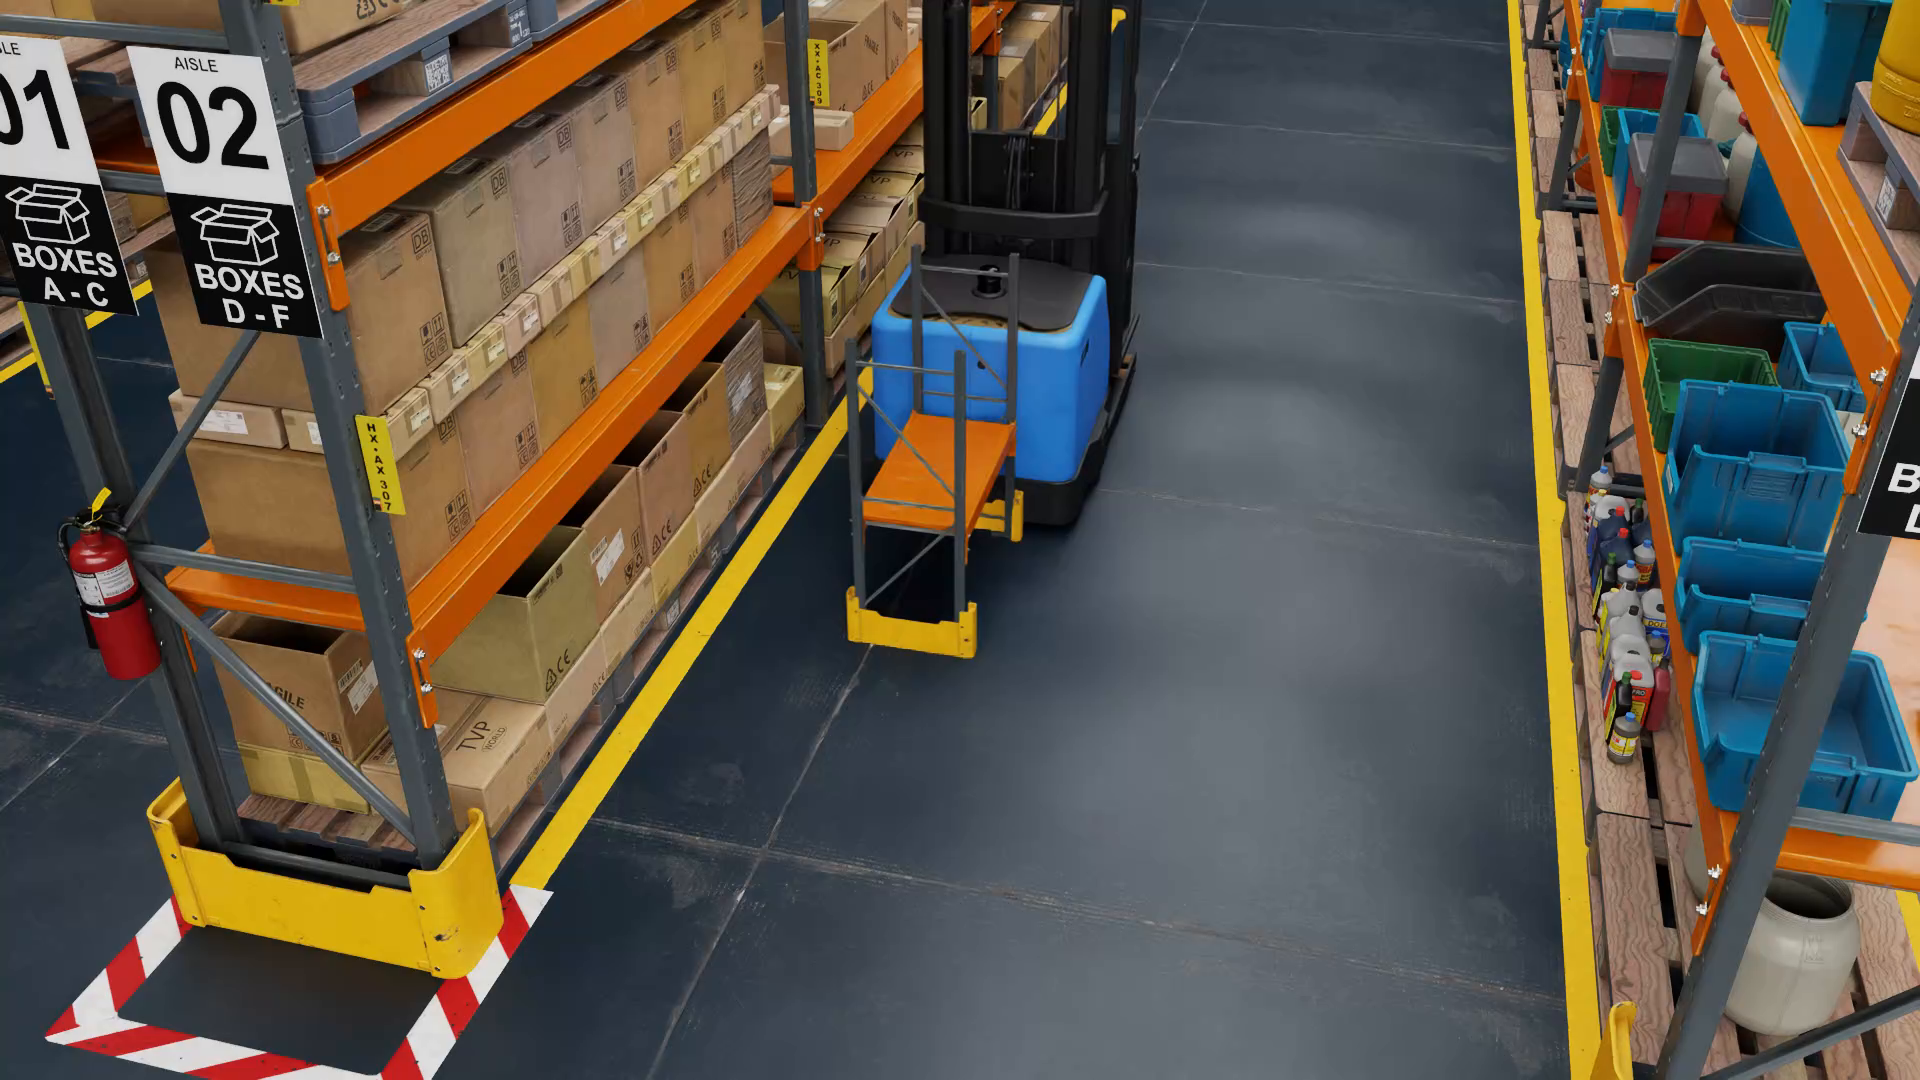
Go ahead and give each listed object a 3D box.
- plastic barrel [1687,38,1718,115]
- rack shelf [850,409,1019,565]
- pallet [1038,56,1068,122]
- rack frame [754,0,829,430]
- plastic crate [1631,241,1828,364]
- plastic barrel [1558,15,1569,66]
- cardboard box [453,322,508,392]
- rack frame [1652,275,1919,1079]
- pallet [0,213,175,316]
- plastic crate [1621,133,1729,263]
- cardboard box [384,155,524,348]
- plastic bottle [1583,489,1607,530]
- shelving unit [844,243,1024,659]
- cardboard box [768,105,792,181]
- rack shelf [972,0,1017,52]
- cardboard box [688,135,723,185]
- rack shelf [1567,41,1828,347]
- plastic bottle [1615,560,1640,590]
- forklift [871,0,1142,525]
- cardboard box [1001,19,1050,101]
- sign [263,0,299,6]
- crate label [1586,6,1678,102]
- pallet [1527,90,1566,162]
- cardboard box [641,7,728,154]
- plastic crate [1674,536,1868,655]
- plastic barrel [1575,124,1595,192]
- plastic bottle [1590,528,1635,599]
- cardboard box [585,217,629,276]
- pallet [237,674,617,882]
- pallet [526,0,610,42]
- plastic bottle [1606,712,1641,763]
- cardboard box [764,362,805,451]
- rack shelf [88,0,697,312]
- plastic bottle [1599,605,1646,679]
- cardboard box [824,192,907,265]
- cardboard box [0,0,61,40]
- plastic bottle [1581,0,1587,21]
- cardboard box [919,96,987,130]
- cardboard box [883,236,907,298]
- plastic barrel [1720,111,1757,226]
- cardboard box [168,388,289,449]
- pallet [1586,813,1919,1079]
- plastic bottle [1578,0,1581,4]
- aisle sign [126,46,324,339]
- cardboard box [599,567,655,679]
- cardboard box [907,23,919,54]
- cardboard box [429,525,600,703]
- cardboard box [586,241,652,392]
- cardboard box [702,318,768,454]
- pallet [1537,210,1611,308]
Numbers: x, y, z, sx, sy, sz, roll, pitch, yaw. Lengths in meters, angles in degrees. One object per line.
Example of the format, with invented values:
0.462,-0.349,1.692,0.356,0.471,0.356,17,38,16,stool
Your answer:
4.410,-2.640,9.503,0.421,0.512,0.421,0,32,0,plastic barrel
-0.100,-0.263,7.601,0.538,0.185,1.000,8,33,12,rack shelf
0.319,-3.888,14.169,1.003,0.211,1.213,8,33,12,pallet
-1.234,-1.975,8.561,1.000,3.000,0.127,8,33,12,rack frame
3.300,-1.019,7.114,0.767,0.338,0.504,8,33,12,plastic crate
5.432,-4.462,14.038,0.600,0.901,0.708,8,33,12,plastic barrel
-1.812,-0.657,5.789,0.380,0.149,0.250,8,33,13,cardboard box
2.544,0.777,4.232,0.949,2.616,0.053,8,33,12,rack frame
-5.830,-1.875,11.003,1.003,0.211,1.213,8,33,12,pallet
3.383,-1.619,7.941,0.402,0.464,0.583,8,33,12,plastic crate
-1.977,-1.031,5.773,0.700,0.500,0.500,7,33,11,cardboard box
3.025,-0.145,7.881,0.097,0.201,0.097,0,32,0,plastic bottle
-0.098,-0.419,7.512,0.587,1.500,1.083,8,33,12,shelving unit
-1.151,-2.174,9.013,0.500,0.250,0.500,10,34,15,cardboard box
0.289,-4.785,13.652,1.077,0.370,4.000,8,33,12,rack shelf
-1.290,-1.720,7.462,0.380,0.149,0.250,8,33,12,cardboard box
4.064,-2.033,9.323,1.077,0.370,4.000,8,33,12,rack shelf
2.901,0.208,7.259,0.097,0.271,0.097,0,32,0,plastic bottle
0.409,-2.093,8.810,1.130,2.935,3.031,8,33,12,forklift
0.433,-3.911,13.526,0.500,0.500,0.500,8,33,12,cardboard box
-1.714,-1.489,4.112,0.100,0.325,0.005,8,33,12,sign
4.058,-2.911,10.000,0.502,0.435,0.616,8,33,12,crate label
5.043,-3.244,13.156,1.003,0.211,1.213,8,33,12,pallet
-1.468,-2.072,7.410,0.700,0.500,0.500,8,33,12,cardboard box
2.549,0.203,5.274,0.499,0.251,0.408,8,33,12,plastic crate
4.679,-2.892,11.635,0.600,0.830,0.708,8,33,12,plastic barrel
2.902,0.093,7.366,0.144,0.351,0.185,7,33,10,plastic bottle
-1.550,-1.188,6.624,0.380,0.149,0.250,8,33,13,cardboard box
-2.096,0.874,6.678,1.003,0.211,1.213,8,33,12,pallet
-1.737,-2.127,6.086,1.003,0.211,1.213,8,33,12,pallet
2.583,0.759,6.458,0.097,0.201,0.097,0,32,0,plastic bottle
-1.140,-0.722,8.761,0.500,0.250,0.500,8,33,12,cardboard box
-1.742,-1.900,6.317,1.077,0.370,4.000,8,33,12,rack shelf
2.747,0.411,6.867,0.144,0.351,0.185,9,34,14,plastic bottle
-0.626,-1.937,10.150,0.500,0.311,0.500,7,33,11,cardboard box
-5.864,-3.135,9.883,0.700,0.500,0.500,8,33,13,cardboard box
4.320,-3.713,11.404,0.061,0.283,0.133,8,33,12,plastic bottle
-0.114,-2.999,11.821,0.500,0.311,0.500,9,34,14,cardboard box
-0.632,-1.702,10.303,0.500,0.250,0.500,7,33,11,cardboard box
4.011,-1.823,8.195,0.433,0.535,0.433,0,32,0,plastic barrel
-2.337,-0.440,5.448,0.380,0.149,0.250,7,33,12,cardboard box
2.726,1.487,5.715,1.003,0.211,1.213,8,33,12,pallet
4.441,-3.888,11.755,0.097,0.201,0.097,0,32,0,plastic bottle
-1.970,-0.921,4.480,0.394,0.787,0.004,8,33,12,aisle sign
-1.647,0.316,7.128,0.500,0.250,0.500,8,33,12,cardboard box
-0.488,-3.276,10.841,0.380,0.149,0.250,10,34,16,cardboard box
-1.773,0.259,6.519,0.500,0.500,0.500,8,33,12,cardboard box
-1.728,-0.986,6.912,0.700,0.500,0.500,9,34,14,cardboard box
-1.279,-0.780,8.154,0.500,0.500,0.500,8,33,12,cardboard box
4.337,-1.801,10.887,1.003,0.211,1.213,8,33,12,pallet
